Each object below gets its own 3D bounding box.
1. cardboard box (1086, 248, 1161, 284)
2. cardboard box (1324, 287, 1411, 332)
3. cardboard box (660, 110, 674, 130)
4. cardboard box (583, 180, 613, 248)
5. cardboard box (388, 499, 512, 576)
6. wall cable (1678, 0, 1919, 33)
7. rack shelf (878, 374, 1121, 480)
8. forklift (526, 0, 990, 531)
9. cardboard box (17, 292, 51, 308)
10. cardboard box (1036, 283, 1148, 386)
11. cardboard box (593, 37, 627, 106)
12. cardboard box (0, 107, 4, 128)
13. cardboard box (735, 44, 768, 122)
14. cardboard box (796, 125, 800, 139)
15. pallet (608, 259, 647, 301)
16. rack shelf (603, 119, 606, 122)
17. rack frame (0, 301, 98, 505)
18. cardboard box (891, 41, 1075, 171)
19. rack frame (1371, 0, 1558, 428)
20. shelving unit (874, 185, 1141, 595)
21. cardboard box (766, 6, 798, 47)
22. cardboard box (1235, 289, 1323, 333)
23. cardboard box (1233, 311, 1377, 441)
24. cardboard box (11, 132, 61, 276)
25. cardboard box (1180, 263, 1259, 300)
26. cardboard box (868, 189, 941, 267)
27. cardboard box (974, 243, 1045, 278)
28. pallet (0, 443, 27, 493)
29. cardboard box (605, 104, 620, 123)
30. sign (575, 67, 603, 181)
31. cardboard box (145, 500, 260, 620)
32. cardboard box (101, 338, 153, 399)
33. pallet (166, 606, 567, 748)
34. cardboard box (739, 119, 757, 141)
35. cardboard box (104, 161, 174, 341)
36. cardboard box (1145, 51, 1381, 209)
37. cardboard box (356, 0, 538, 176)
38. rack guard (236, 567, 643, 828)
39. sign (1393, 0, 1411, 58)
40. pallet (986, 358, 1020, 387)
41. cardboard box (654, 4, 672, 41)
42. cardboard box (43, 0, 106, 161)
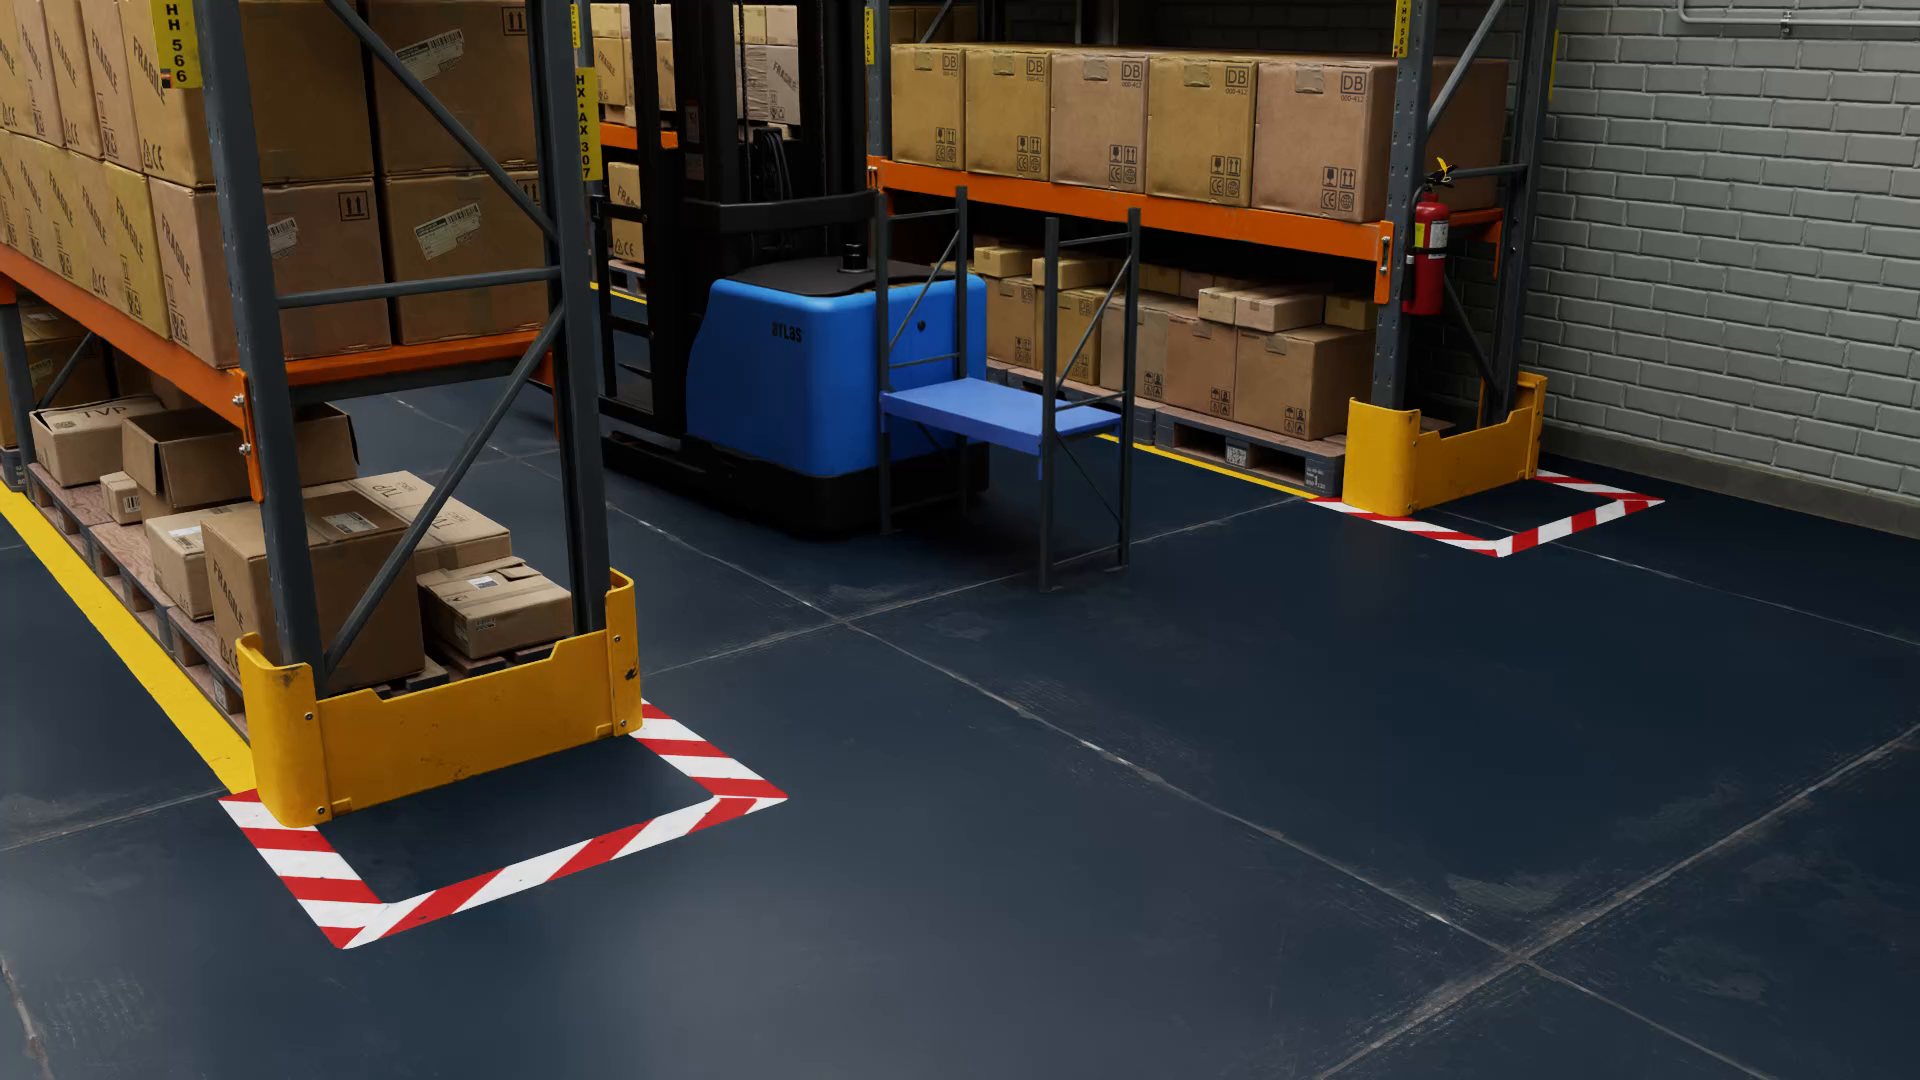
[{"bbox_3d":[0.954,-1.603,9.708,0.380,0.149,0.250,-14,23,-36],"label":"cardboard box"},{"bbox_3d":[2.060,-1.165,8.385,0.380,0.149,0.250,-14,23,-36],"label":"cardboard box"},{"bbox_3d":[-2.104,-3.235,12.727,0.380,0.149,0.250,-14,23,-37],"label":"cardboard box"},{"bbox_3d":[-3.116,-2.844,14.456,0.700,0.500,0.500,-14,23,-35],"label":"cardboard box"},{"bbox_3d":[-1.968,0.069,6.058,0.500,0.250,0.500,-14,23,-36],"label":"cardboard box"},{"bbox_3d":[3.875,-2.035,7.119,0.084,1.984,1.851,-14,23,-36],"label":"wall cable"},{"bbox_3d":[0.176,-0.494,7.042,0.538,0.185,1.000,-16,24,-39],"label":"rack shelf"},{"bbox_3d":[-1.219,-1.818,8.191,1.130,2.935,3.031,-16,24,-39],"label":"forklift"},{"bbox_3d":[-5.168,-1.036,8.996,0.500,0.500,0.500,-14,23,-35],"label":"cardboard box"},{"bbox_3d":[0.865,-1.226,9.601,0.700,0.500,0.500,-13,23,-35],"label":"cardboard box"},{"bbox_3d":[-2.527,-3.683,13.049,0.500,0.500,0.500,-13,22,-35],"label":"cardboard box"},{"bbox_3d":[-3.633,-1.925,6.655,0.500,0.500,0.500,-15,23,-38],"label":"cardboard box"},{"bbox_3d":[-1.259,-3.181,11.532,0.500,0.500,0.500,-14,23,-36],"label":"cardboard box"},{"bbox_3d":[-0.877,-2.717,11.164,0.380,0.149,0.250,-13,22,-34],"label":"cardboard box"},{"bbox_3d":[-2.198,-2.122,13.434,1.003,0.211,1.213,-14,23,-36],"label":"pallet"},{"bbox_3d":[-3.870,-3.806,15.228,1.077,0.370,4.000,-14,23,-36],"label":"rack shelf"},{"bbox_3d":[-4.026,-1.701,7.728,1.000,3.000,0.127,-14,23,-36],"label":"rack frame"},{"bbox_3d":[0.179,-2.674,10.190,0.980,0.700,0.700,-14,23,-35],"label":"cardboard box"},{"bbox_3d":[2.339,-1.683,7.674,1.000,3.000,0.127,-14,23,-36],"label":"rack frame"},{"bbox_3d":[0.176,-0.665,6.985,0.538,1.500,1.048,-16,24,-39],"label":"shelving unit"},{"bbox_3d":[-0.945,-3.416,11.050,0.500,0.250,0.500,-13,23,-35],"label":"cardboard box"},{"bbox_3d":[1.603,-1.153,8.349,0.380,0.149,0.250,-14,23,-37],"label":"cardboard box"},{"bbox_3d":[1.826,-0.849,8.463,0.700,0.500,0.500,-14,23,-36],"label":"cardboard box"},{"bbox_3d":[-3.294,-1.320,6.419,0.500,0.500,0.500,-14,23,-36],"label":"cardboard box"},{"bbox_3d":[1.431,-1.414,9.137,0.380,0.149,0.250,-14,23,-35],"label":"cardboard box"},{"bbox_3d":[-0.650,-1.982,11.329,0.750,0.750,0.750,-14,23,-35],"label":"cardboard box"},{"bbox_3d":[0.309,-1.665,9.896,0.380,0.149,0.250,-13,22,-34],"label":"cardboard box"},{"bbox_3d":[-4.560,-0.570,8.749,1.003,0.211,1.213,-14,23,-36],"label":"pallet"},{"bbox_3d":[-2.605,-3.418,13.282,0.380,0.149,0.250,-14,23,-37],"label":"cardboard box"},{"bbox_3d":[-1.117,-1.232,4.935,0.100,0.325,0.005,-14,23,-36],"label":"sign"},{"bbox_3d":[-2.639,0.055,6.098,0.500,0.250,0.500,-14,23,-36],"label":"cardboard box"},{"bbox_3d":[-4.135,-0.890,8.555,0.500,0.500,0.500,-15,24,-39],"label":"cardboard box"},{"bbox_3d":[-2.085,0.394,5.839,1.003,0.211,1.213,-14,23,-36],"label":"pallet"},{"bbox_3d":[-1.331,-2.909,11.743,0.380,0.149,0.250,-15,23,-38],"label":"cardboard box"},{"bbox_3d":[-2.358,-0.947,5.292,0.500,0.500,0.500,-14,23,-36],"label":"cardboard box"},{"bbox_3d":[1.554,-2.126,8.535,0.980,0.700,0.700,-14,23,-37],"label":"cardboard box"},{"bbox_3d":[-1.611,-1.398,5.064,0.500,0.500,0.500,-13,22,-34],"label":"cardboard box"},{"bbox_3d":[-1.589,0.453,5.201,1.175,0.500,0.348,-14,23,-36],"label":"rack guard"},{"bbox_3d":[1.905,-2.243,7.145,0.100,0.325,0.005,-14,23,-36],"label":"sign"},{"bbox_3d":[0.266,-1.142,10.477,1.003,0.211,1.213,-14,23,-36],"label":"pallet"},{"bbox_3d":[-1.901,-3.792,12.184,0.500,0.250,0.500,-14,23,-36],"label":"cardboard box"},{"bbox_3d":[-2.674,-1.545,5.506,0.500,0.500,0.500,-13,22,-35],"label":"cardboard box"}]
